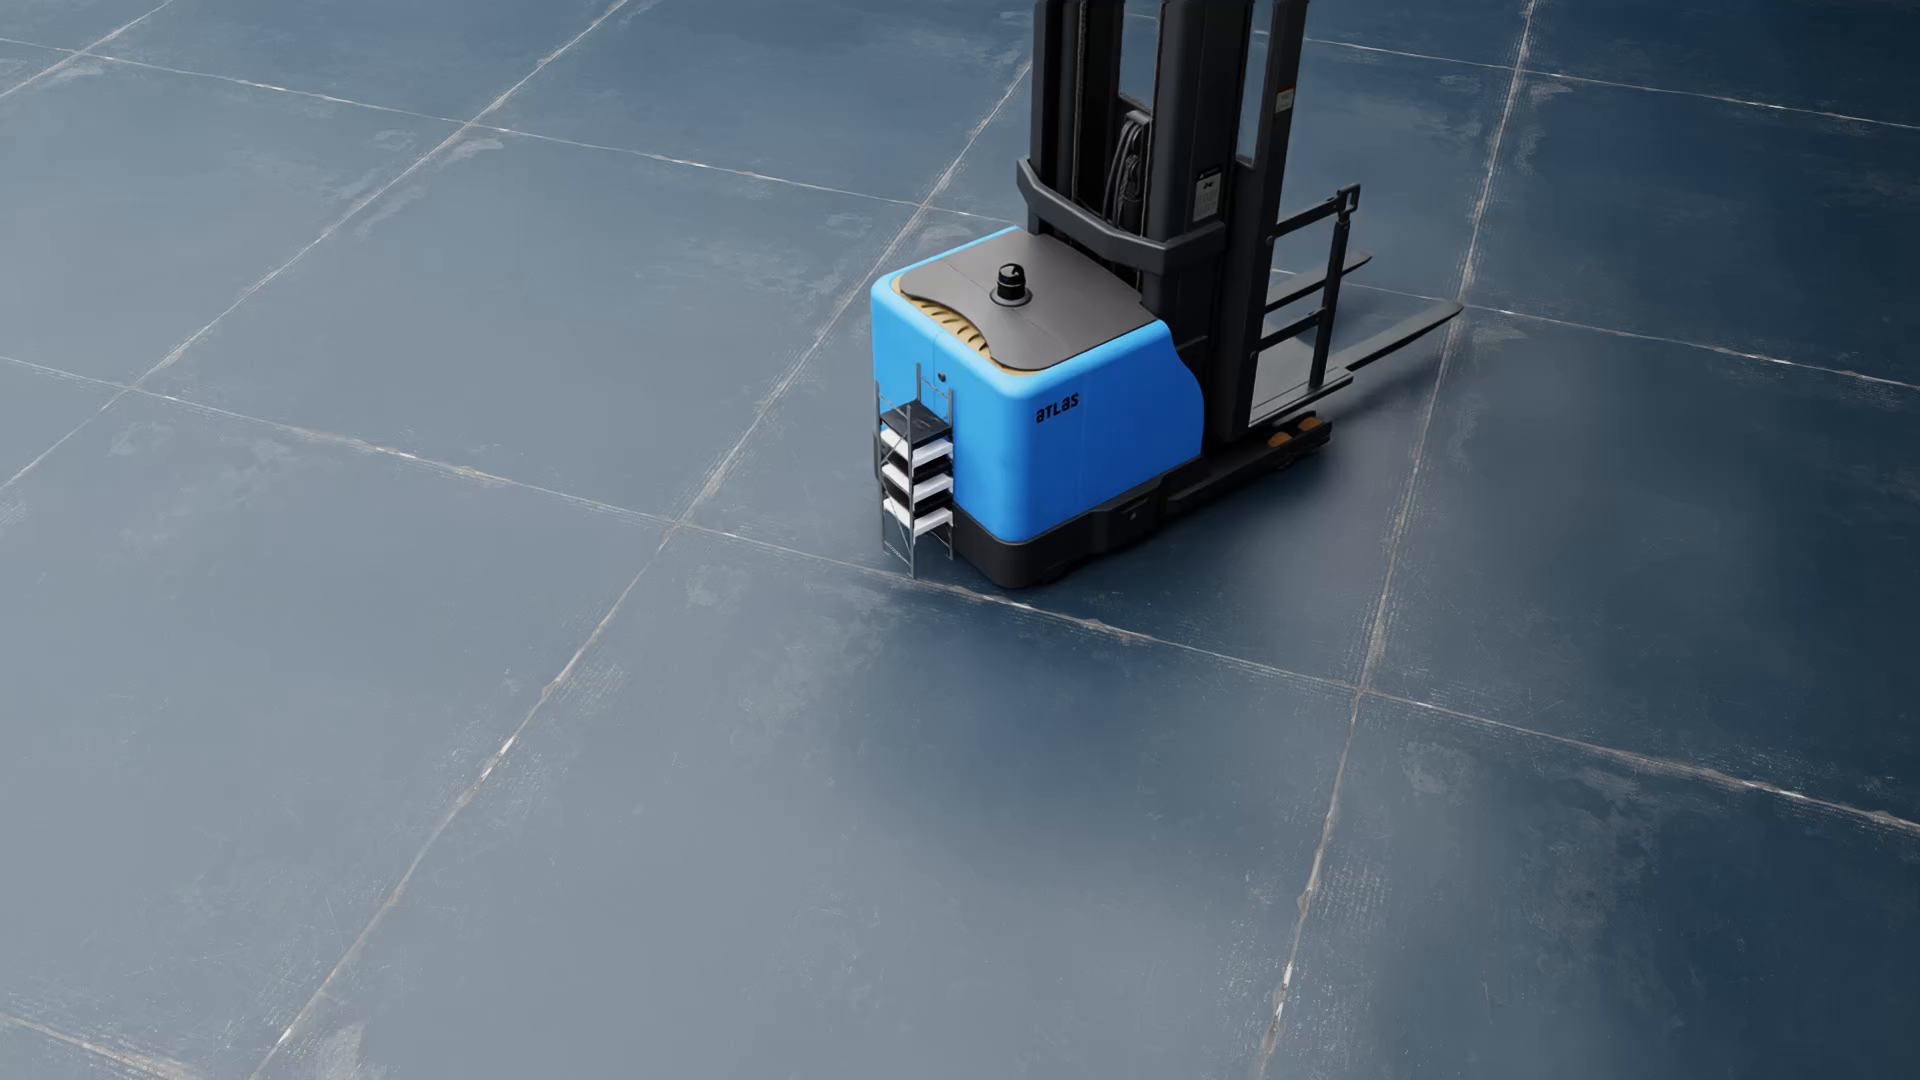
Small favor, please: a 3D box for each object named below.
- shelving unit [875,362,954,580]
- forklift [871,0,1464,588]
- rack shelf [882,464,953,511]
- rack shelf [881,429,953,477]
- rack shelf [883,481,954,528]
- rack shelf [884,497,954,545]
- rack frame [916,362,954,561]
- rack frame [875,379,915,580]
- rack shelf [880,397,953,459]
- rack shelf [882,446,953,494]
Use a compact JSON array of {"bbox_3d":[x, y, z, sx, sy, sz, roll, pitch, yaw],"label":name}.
[{"bbox_3d":[-0.183,-0.274,6.878,0.210,0.900,0.258,-26,47,-27],"label":"shelving unit"},{"bbox_3d":[1.099,-1.693,6.976,3.031,2.935,1.130,-26,47,-27],"label":"forklift"},{"bbox_3d":[-0.183,-0.249,6.900,0.200,0.077,0.258,-26,47,-27],"label":"rack shelf"},{"bbox_3d":[-0.183,-0.386,6.783,0.200,0.077,0.258,-26,47,-27],"label":"rack shelf"},{"bbox_3d":[-0.183,-0.180,6.958,0.200,0.077,0.258,-26,47,-27],"label":"rack shelf"},{"bbox_3d":[-0.183,-0.112,7.016,0.200,0.077,0.258,-26,47,-27],"label":"rack shelf"},{"bbox_3d":[-0.102,-0.314,6.924,0.006,0.900,0.240,-26,47,-27],"label":"rack frame"},{"bbox_3d":[-0.265,-0.234,6.832,0.006,0.900,0.240,-26,47,-27],"label":"rack frame"},{"bbox_3d":[-0.183,-0.454,6.724,0.200,0.077,0.258,-26,47,-27],"label":"rack shelf"},{"bbox_3d":[-0.183,-0.317,6.841,0.200,0.077,0.258,-26,47,-27],"label":"rack shelf"}]
